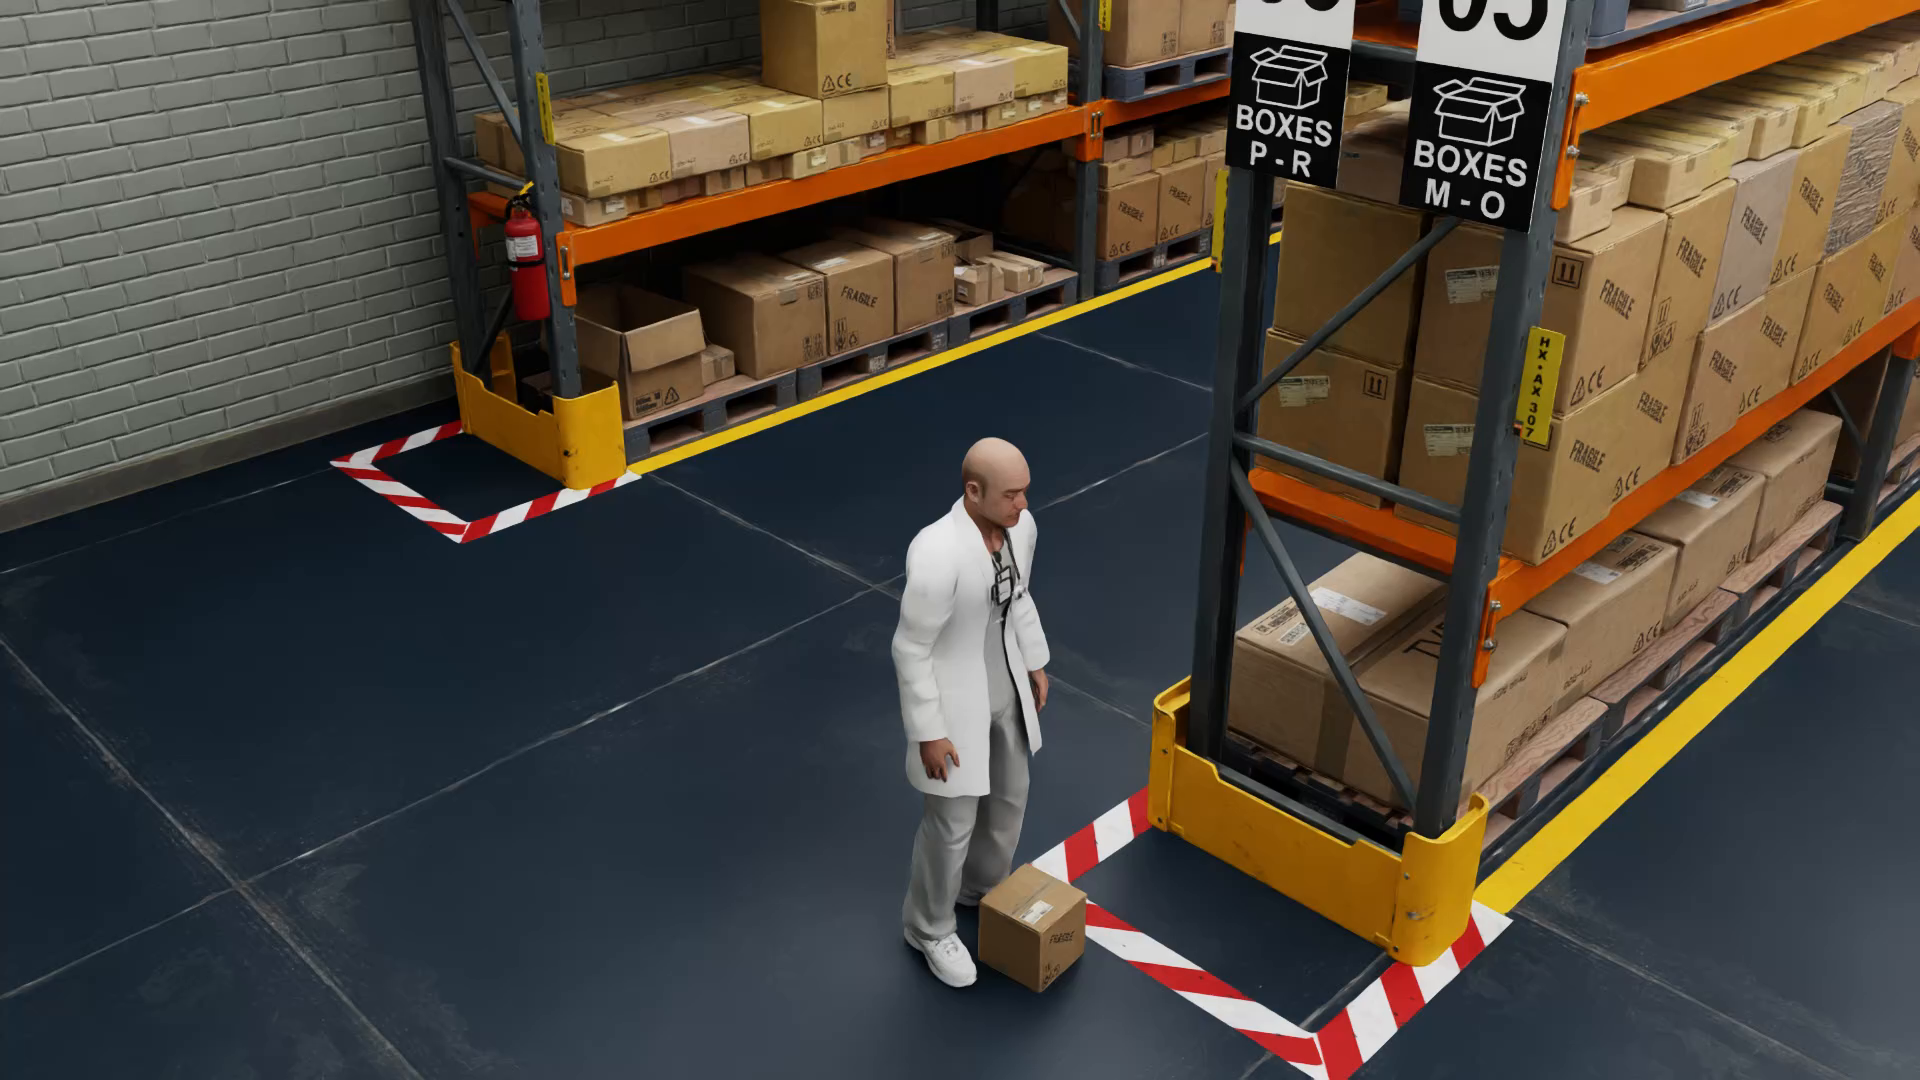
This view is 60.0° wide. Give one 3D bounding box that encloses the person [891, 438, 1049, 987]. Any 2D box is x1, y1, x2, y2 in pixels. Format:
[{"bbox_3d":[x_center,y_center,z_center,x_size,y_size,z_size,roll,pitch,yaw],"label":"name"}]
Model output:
[{"bbox_3d":[0.050,0.497,5.176,0.417,1.774,0.656,20,34,34],"label":"person"}]
